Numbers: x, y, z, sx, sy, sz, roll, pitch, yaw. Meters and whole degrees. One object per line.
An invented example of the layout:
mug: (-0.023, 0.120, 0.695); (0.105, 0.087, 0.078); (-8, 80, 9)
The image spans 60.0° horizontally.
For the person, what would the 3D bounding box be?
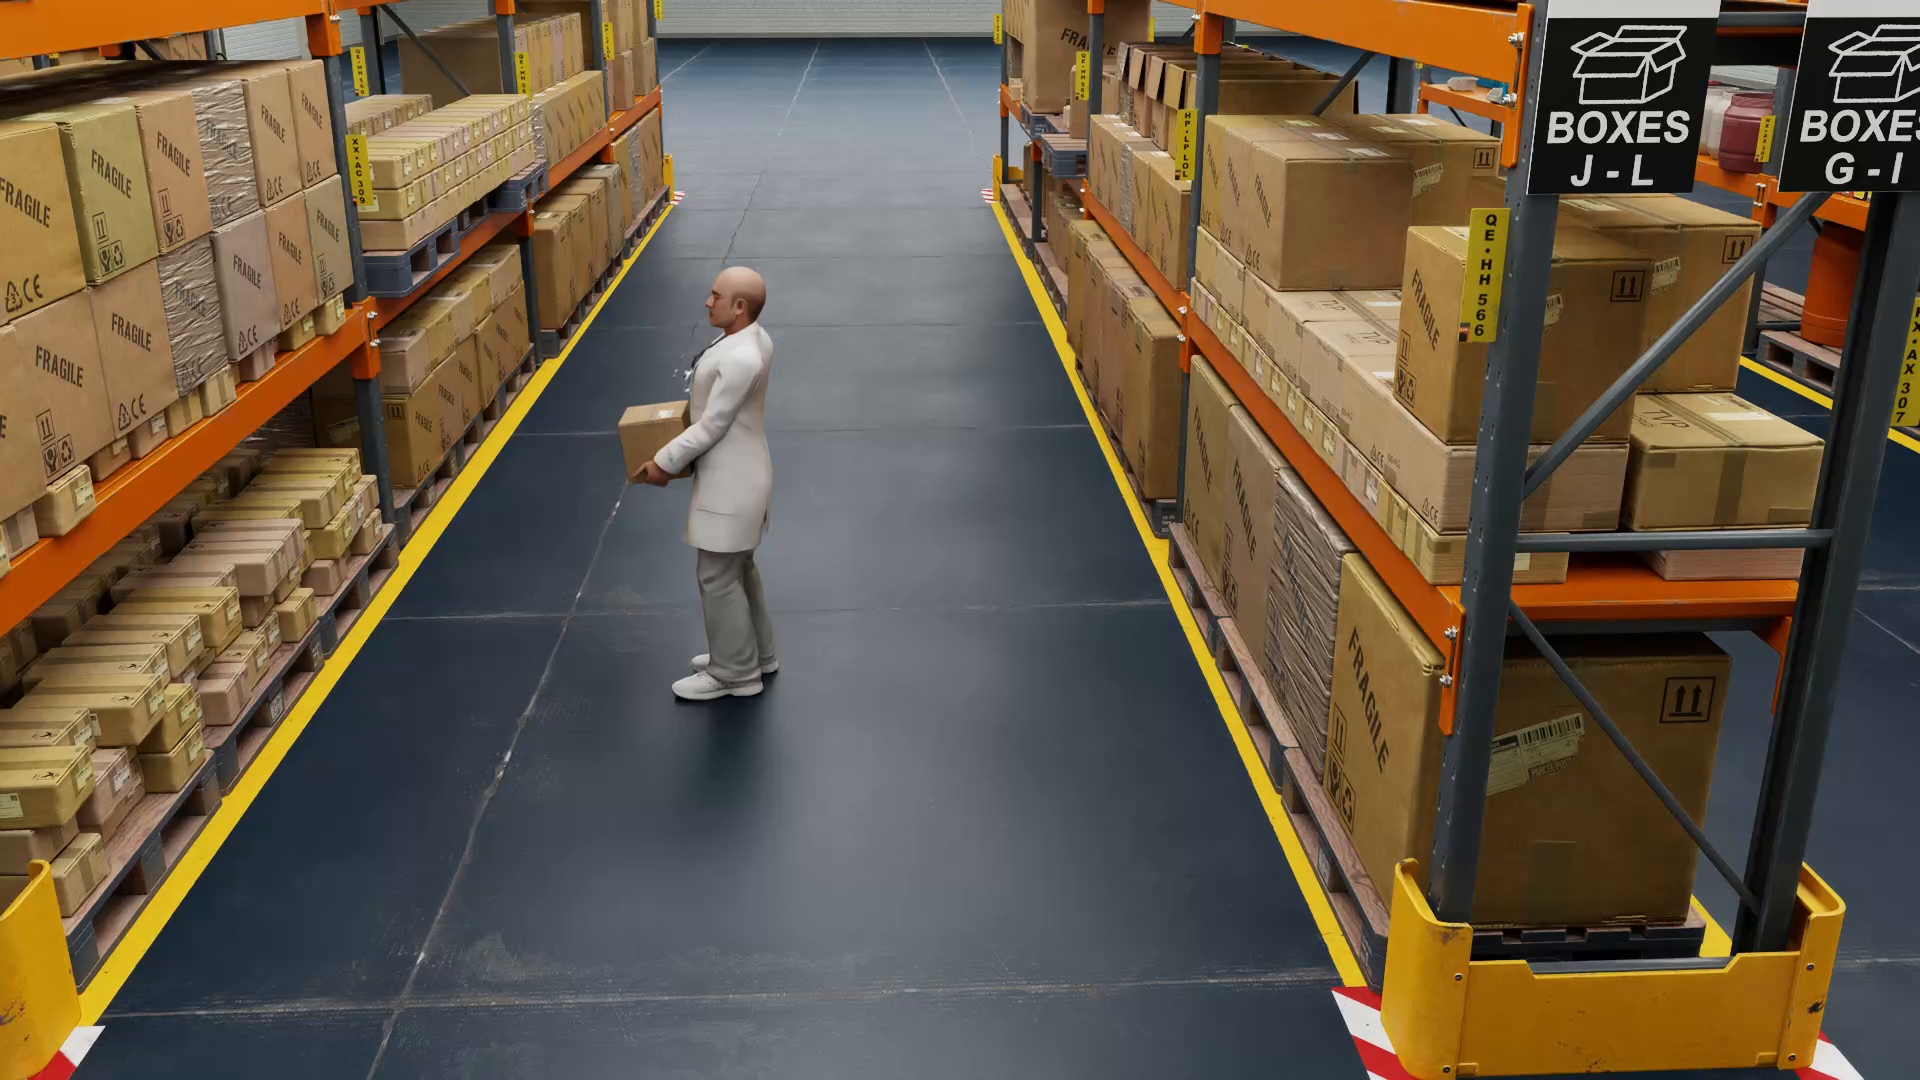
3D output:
person: (-1.019, -0.222, 6.712); (0.553, 1.772, 0.529); (-1, 20, -2)
